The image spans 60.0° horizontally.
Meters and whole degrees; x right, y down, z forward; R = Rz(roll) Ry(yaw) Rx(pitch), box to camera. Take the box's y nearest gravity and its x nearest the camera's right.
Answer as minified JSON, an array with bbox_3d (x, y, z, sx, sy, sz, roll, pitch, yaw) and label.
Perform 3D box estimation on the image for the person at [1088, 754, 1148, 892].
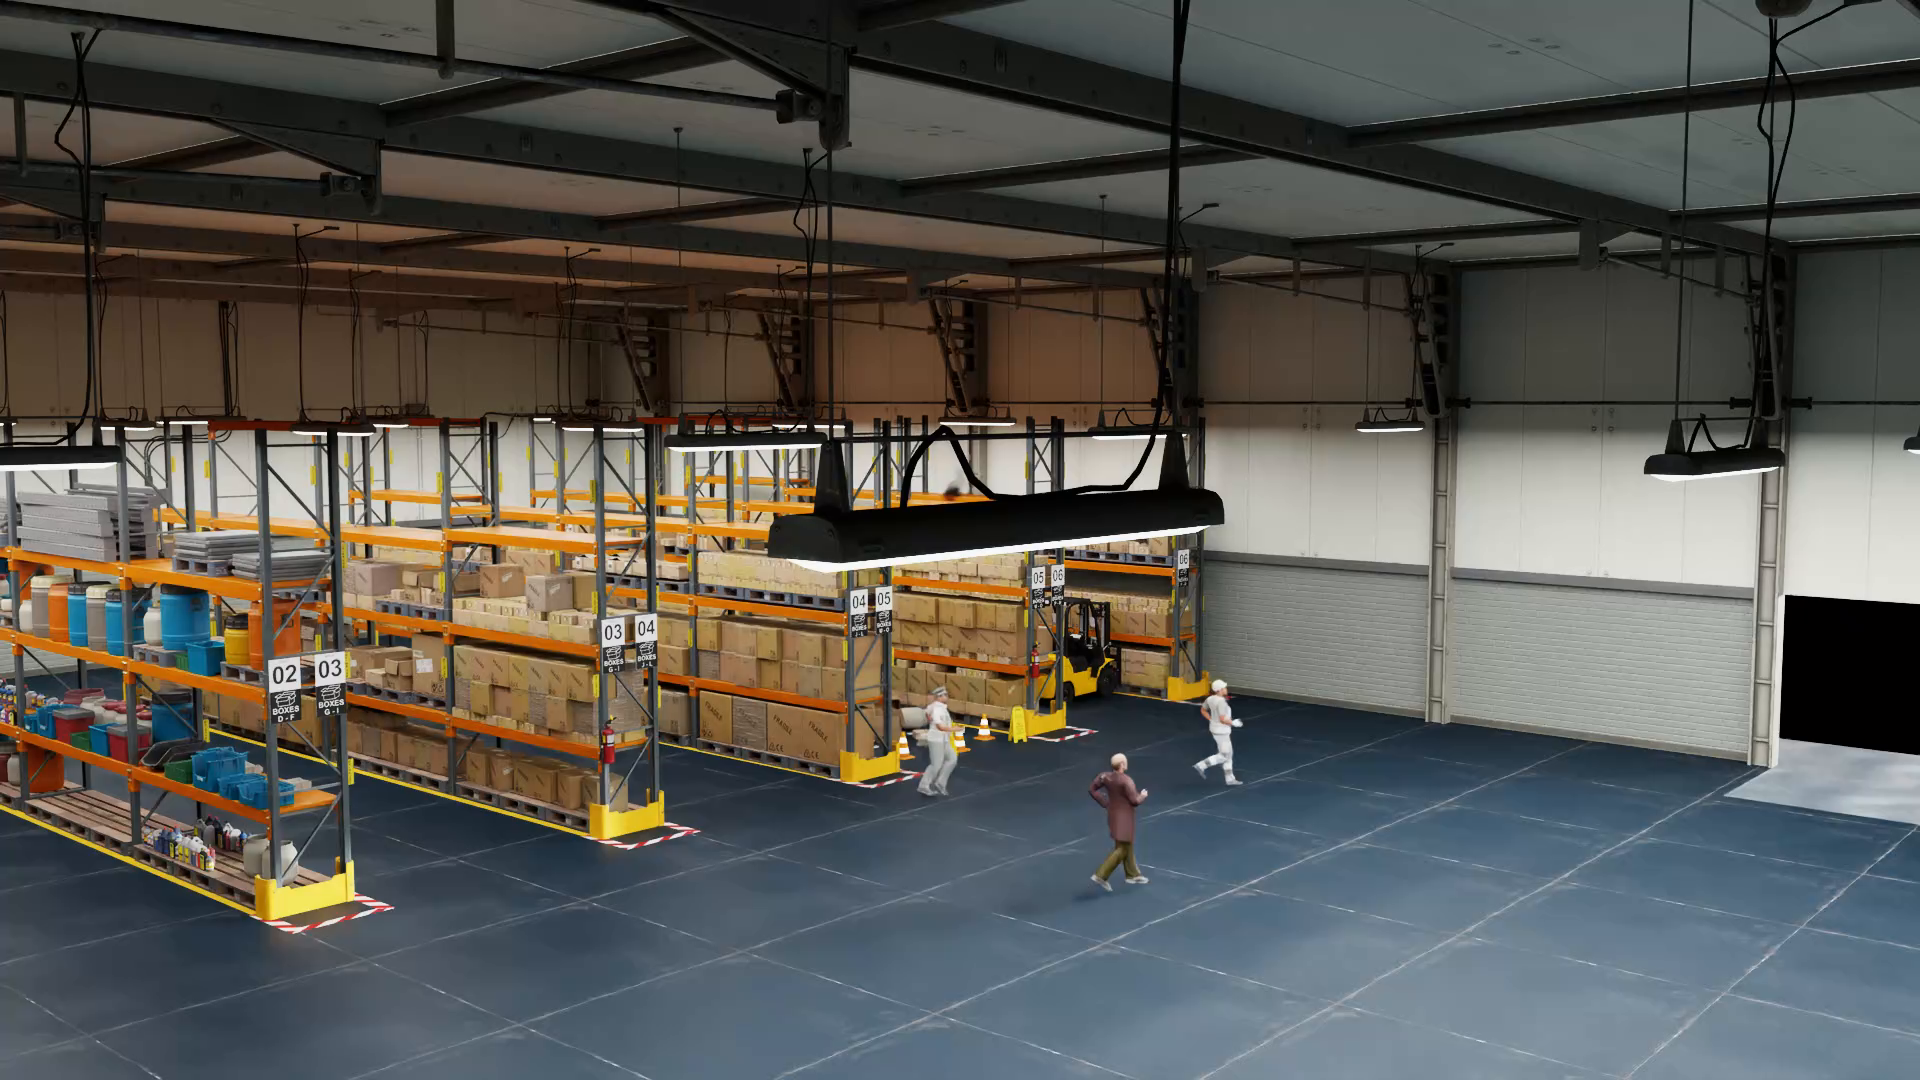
[{"bbox_3d":[2.084,3.622,21.431,0.973,1.770,0.706,-3,6,-31],"label":"person"}]

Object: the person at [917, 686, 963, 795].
[{"bbox_3d":[-0.311,3.252,26.730,0.743,1.847,0.683,0,5,4],"label":"person"}]

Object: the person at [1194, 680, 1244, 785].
[{"bbox_3d":[4.249,3.176,27.343,0.888,1.769,0.655,-1,5,-11],"label":"person"}]
